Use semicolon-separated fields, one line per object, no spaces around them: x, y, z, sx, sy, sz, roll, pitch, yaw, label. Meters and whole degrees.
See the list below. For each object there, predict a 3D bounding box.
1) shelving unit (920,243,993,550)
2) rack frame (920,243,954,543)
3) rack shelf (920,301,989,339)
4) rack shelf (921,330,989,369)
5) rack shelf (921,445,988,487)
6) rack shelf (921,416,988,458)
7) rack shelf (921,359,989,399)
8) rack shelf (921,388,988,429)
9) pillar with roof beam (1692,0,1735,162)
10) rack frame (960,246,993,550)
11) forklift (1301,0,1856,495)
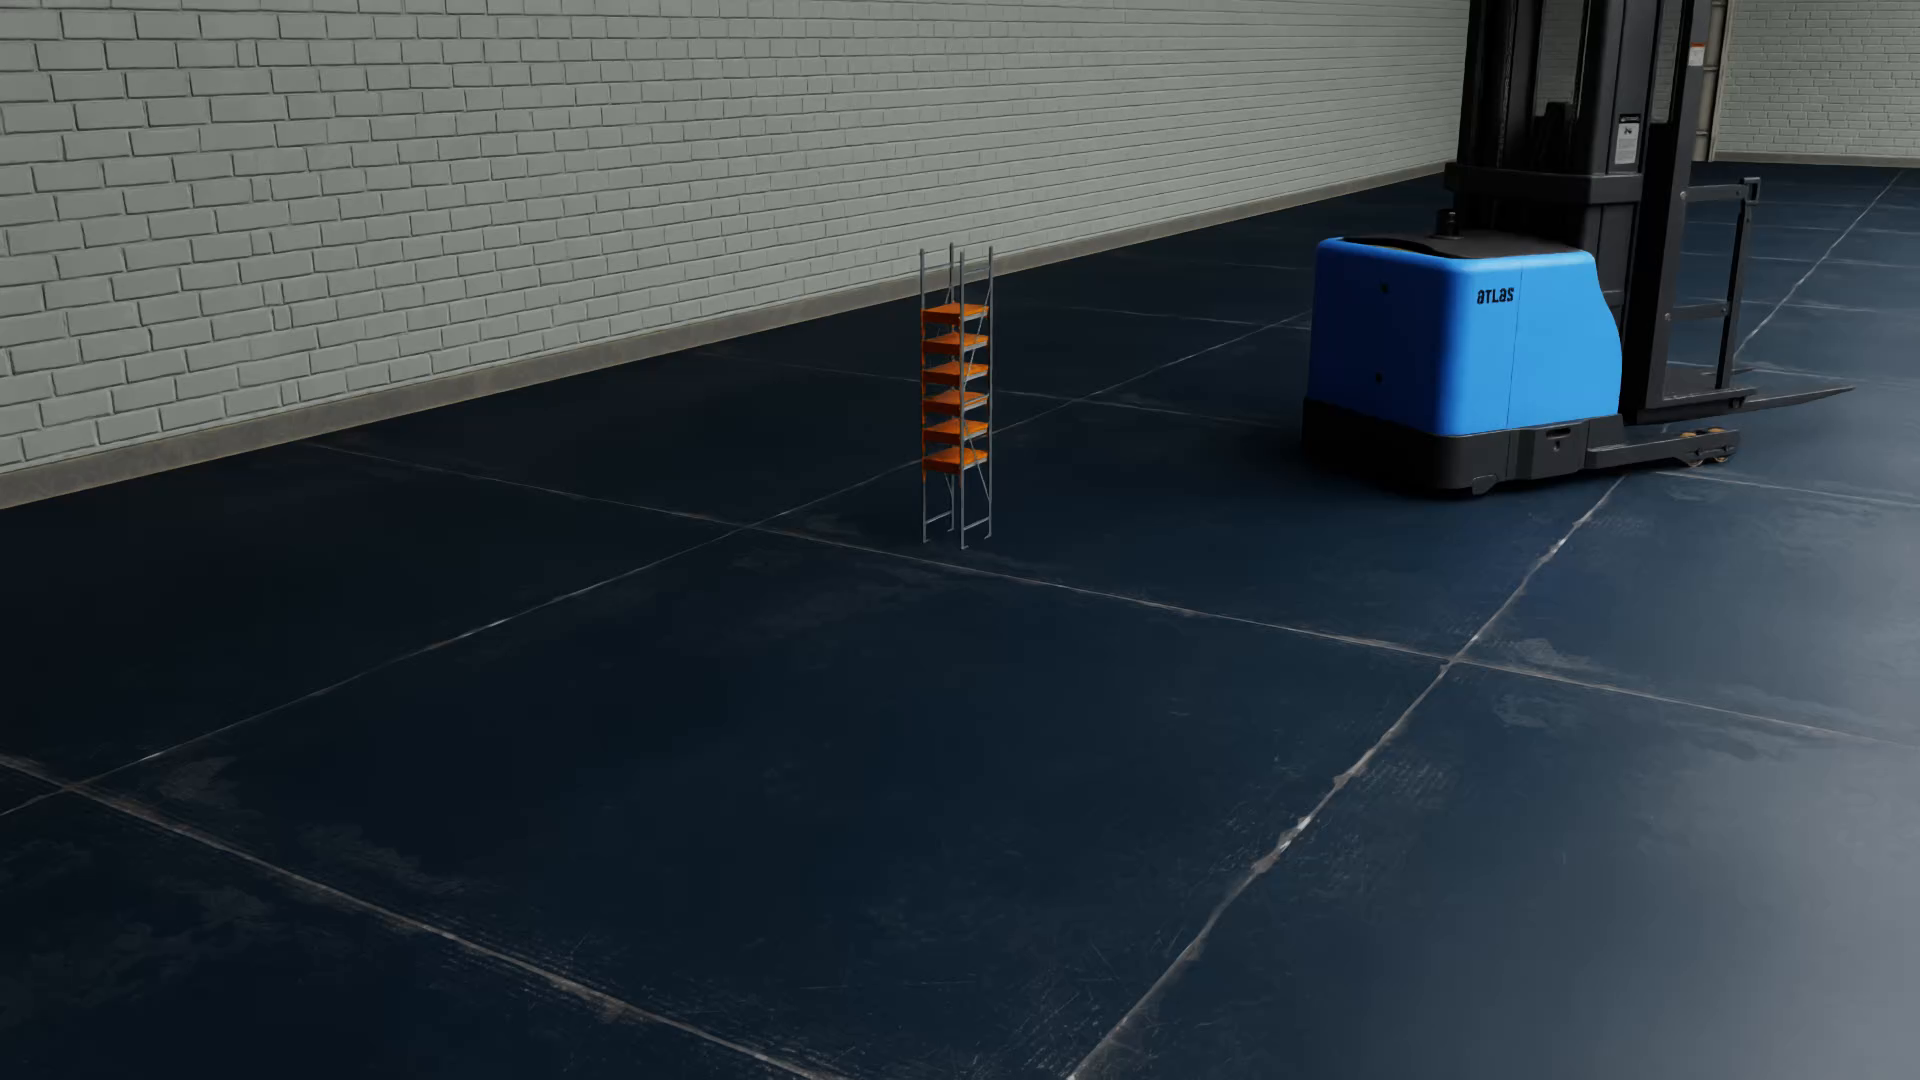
-0.012;-0.576;6.714;0.189;1.200;0.258;10;20;30;shelving unit
-0.090;-0.590;6.760;0.006;1.200;0.240;10;20;30;rack frame
-0.012;-0.878;6.622;0.180;0.103;0.258;10;20;30;rack shelf
-0.012;-0.763;6.657;0.180;0.103;0.258;10;20;30;rack shelf
-0.012;-0.304;6.797;0.180;0.103;0.258;10;20;30;rack shelf
-0.012;-0.419;6.762;0.180;0.103;0.258;10;20;30;rack shelf
-0.012;-0.649;6.692;0.180;0.103;0.258;10;20;30;rack shelf
-0.012;-0.534;6.727;0.180;0.103;0.258;10;20;30;rack shelf
10.025;-9.531;22.777;0.400;9.000;9.100;10;20;30;pillar with roof beam
0.066;-0.562;6.668;0.006;1.200;0.240;10;20;30;rack frame
3.231;-1.884;8.039;3.031;2.935;1.130;-8;19;-26;forklift
